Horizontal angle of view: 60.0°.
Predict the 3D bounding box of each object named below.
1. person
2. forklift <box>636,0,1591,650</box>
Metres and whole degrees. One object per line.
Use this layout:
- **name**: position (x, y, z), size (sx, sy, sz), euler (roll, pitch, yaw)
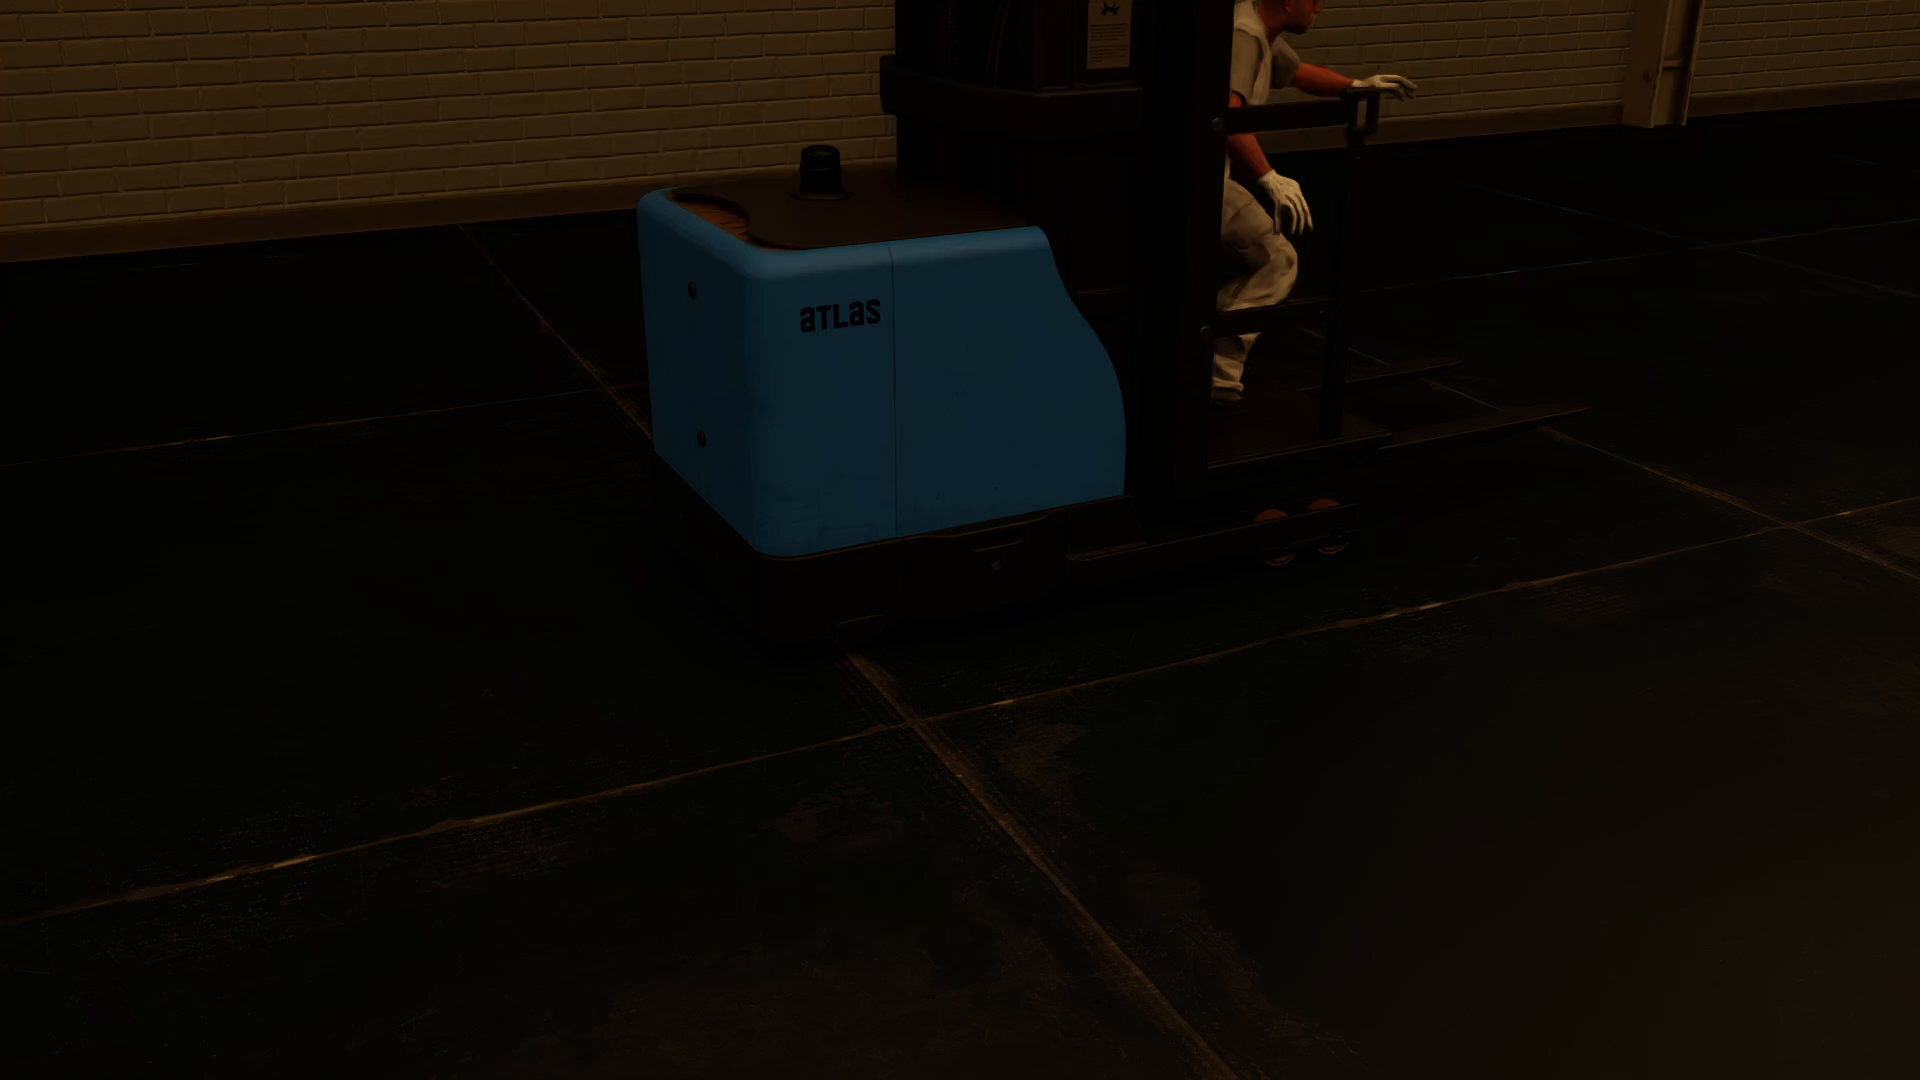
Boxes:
- **person**: position (1.036, -1.180, 5.398), size (0.930, 1.432, 1.123), euler (3, 23, 6)
- **forklift**: position (0.626, -1.445, 4.764), size (3.031, 2.935, 1.130), euler (-11, 25, -25)
